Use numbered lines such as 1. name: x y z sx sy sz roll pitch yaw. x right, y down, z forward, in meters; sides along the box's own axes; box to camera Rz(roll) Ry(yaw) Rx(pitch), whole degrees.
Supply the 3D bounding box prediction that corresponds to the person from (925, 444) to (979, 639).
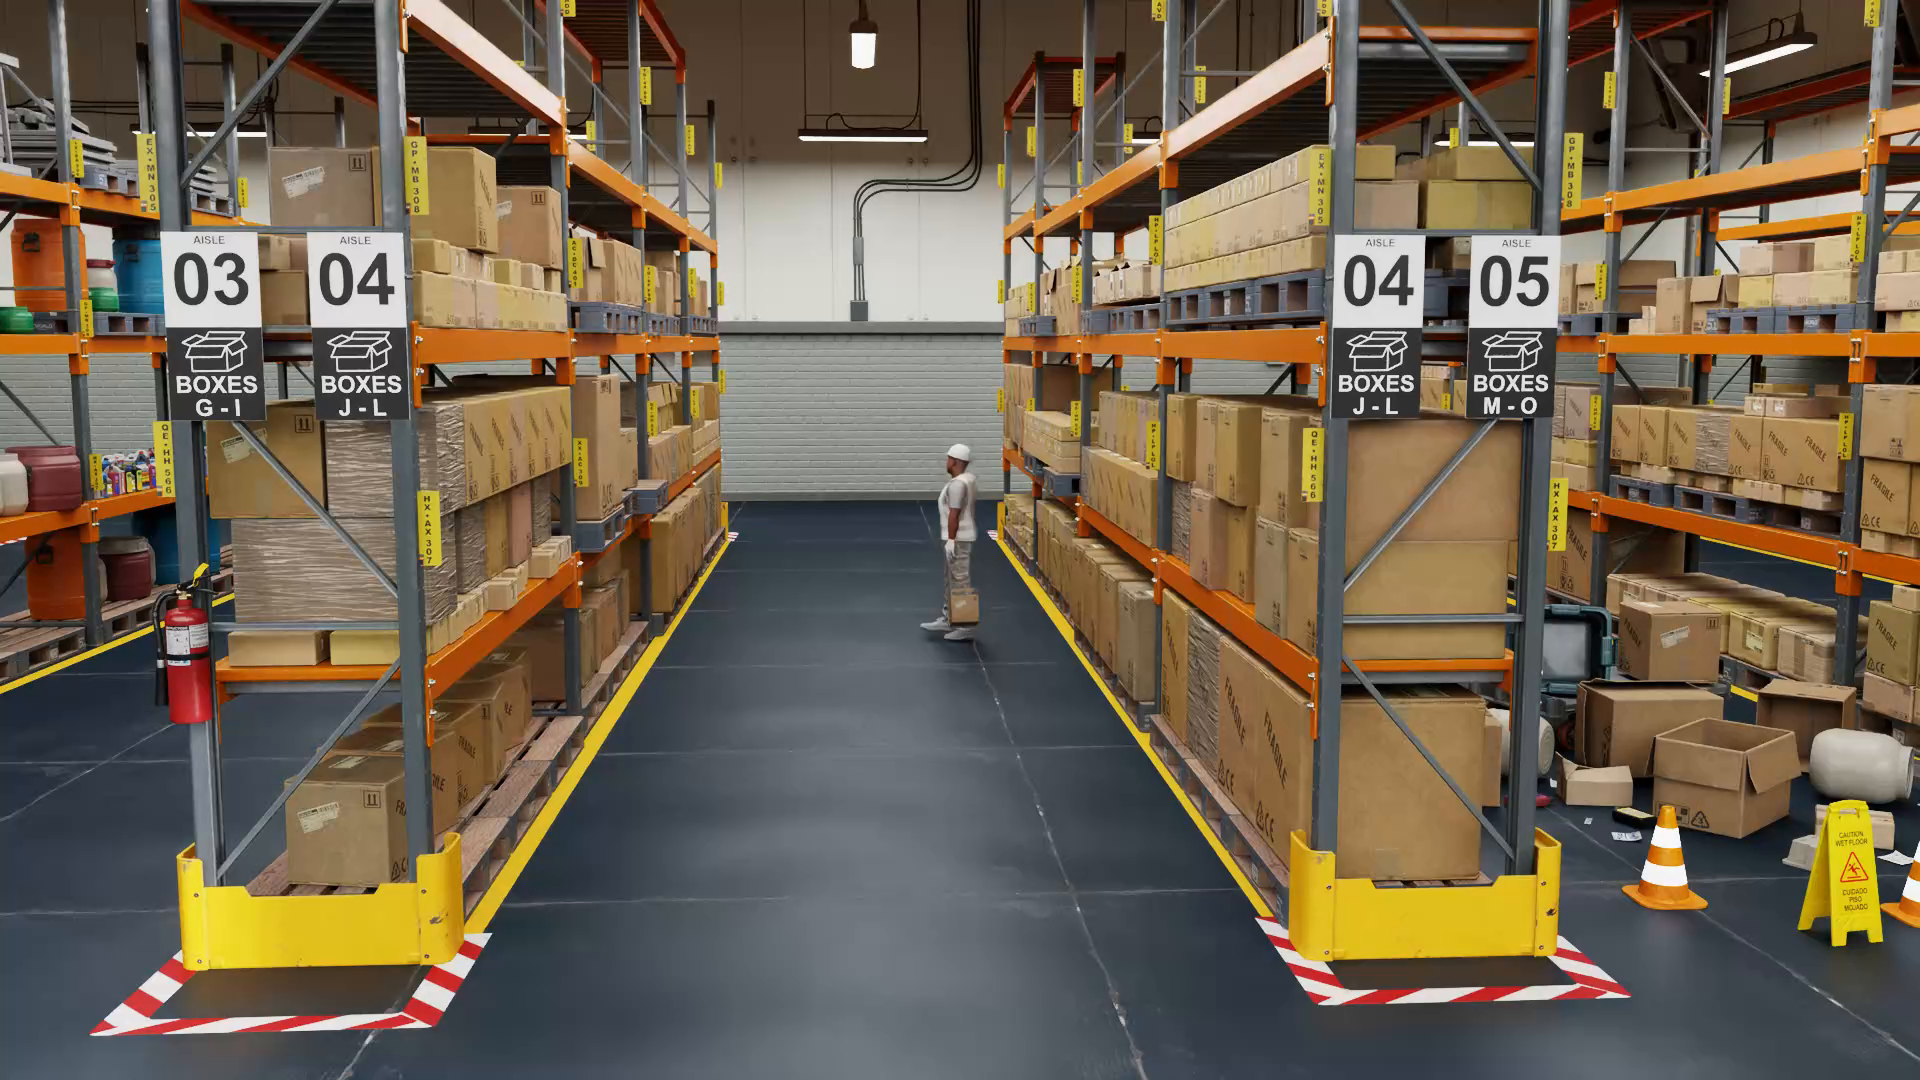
1. person: -0.088 0.000 15.416 0.557 1.783 0.638 2 7 18
